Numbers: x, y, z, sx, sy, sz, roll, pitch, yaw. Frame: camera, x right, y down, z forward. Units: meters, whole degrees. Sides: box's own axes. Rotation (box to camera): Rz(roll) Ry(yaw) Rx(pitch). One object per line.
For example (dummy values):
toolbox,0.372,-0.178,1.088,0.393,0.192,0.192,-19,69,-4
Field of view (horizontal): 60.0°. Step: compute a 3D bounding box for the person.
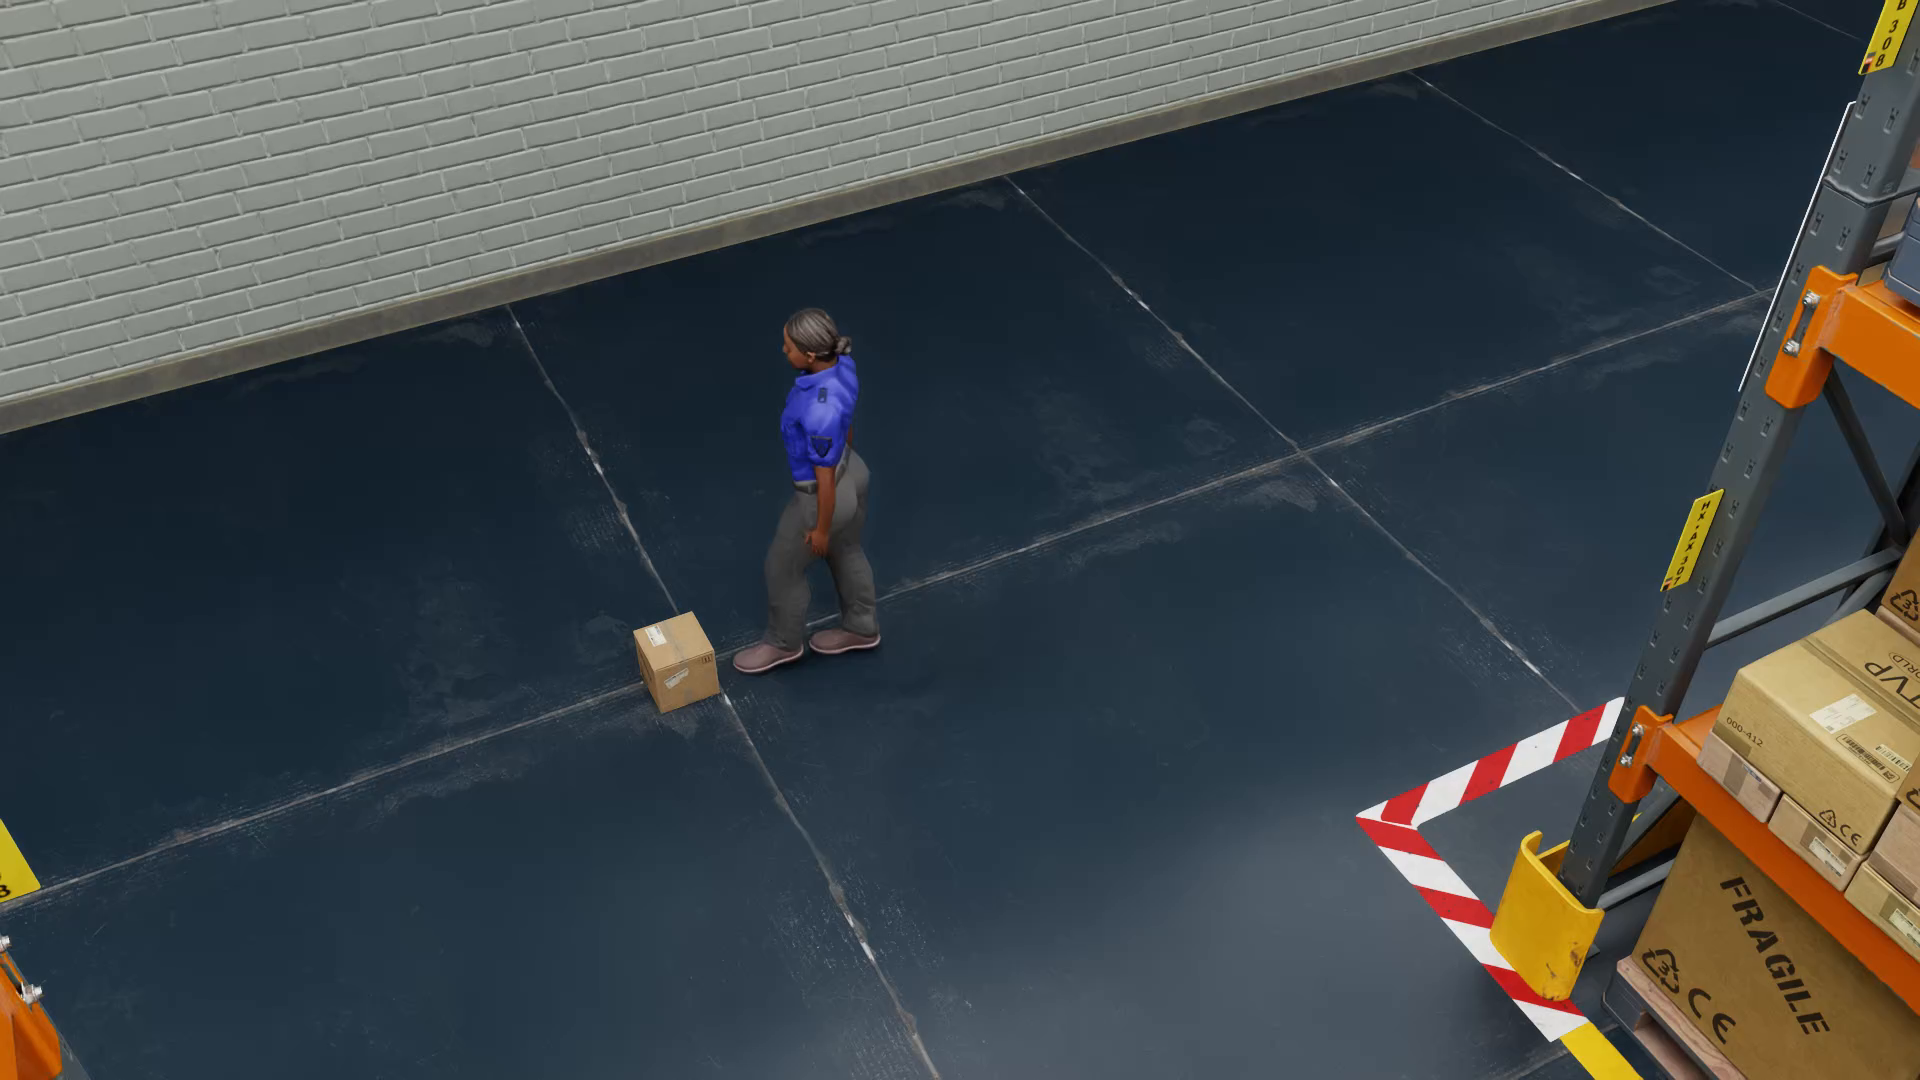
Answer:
person,-0.617,-0.189,6.363,0.572,1.660,0.454,7,42,8
